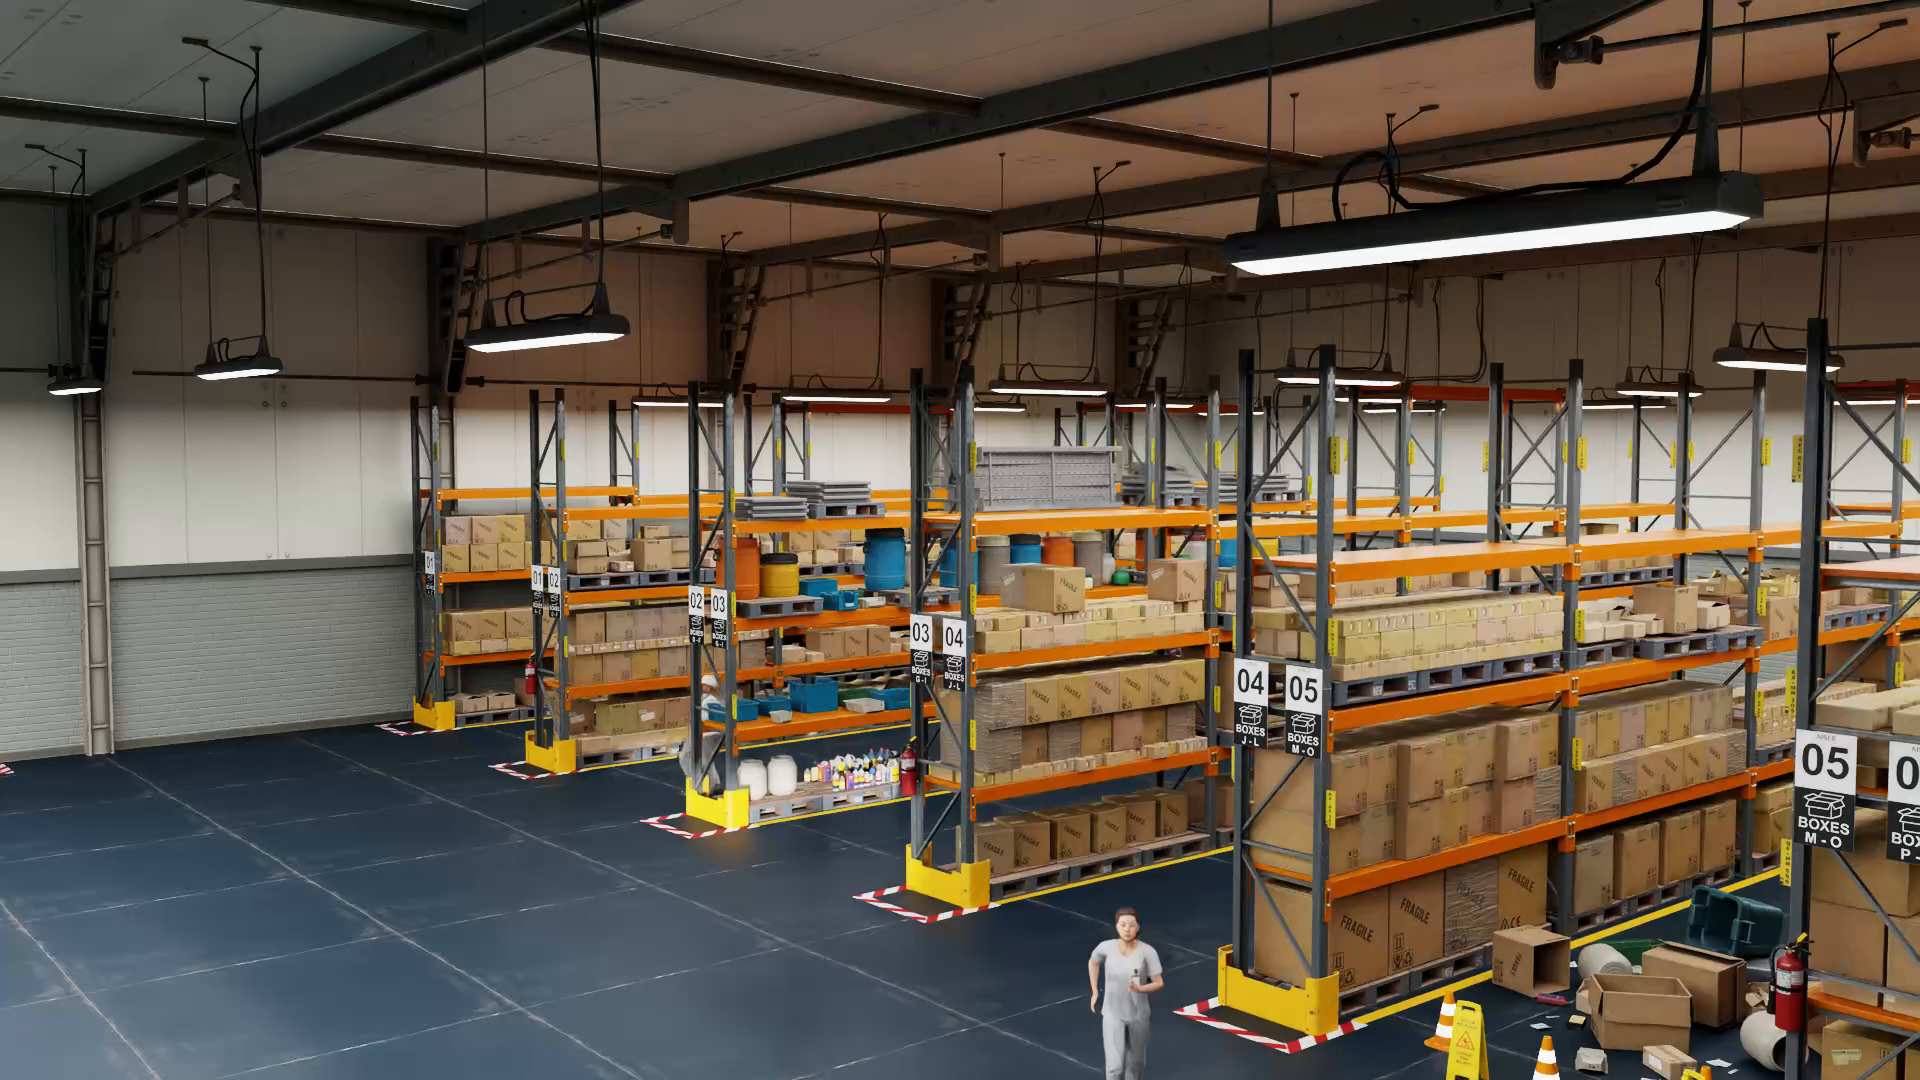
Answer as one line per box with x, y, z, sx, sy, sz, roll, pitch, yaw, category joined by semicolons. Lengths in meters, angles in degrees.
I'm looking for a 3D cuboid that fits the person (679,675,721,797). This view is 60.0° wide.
-3.768;2.859;24.237;0.642;1.793;0.620;-3;5;-44;person

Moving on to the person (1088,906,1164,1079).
1.236;3.576;12.409;0.550;1.696;0.896;0;3;3;person
